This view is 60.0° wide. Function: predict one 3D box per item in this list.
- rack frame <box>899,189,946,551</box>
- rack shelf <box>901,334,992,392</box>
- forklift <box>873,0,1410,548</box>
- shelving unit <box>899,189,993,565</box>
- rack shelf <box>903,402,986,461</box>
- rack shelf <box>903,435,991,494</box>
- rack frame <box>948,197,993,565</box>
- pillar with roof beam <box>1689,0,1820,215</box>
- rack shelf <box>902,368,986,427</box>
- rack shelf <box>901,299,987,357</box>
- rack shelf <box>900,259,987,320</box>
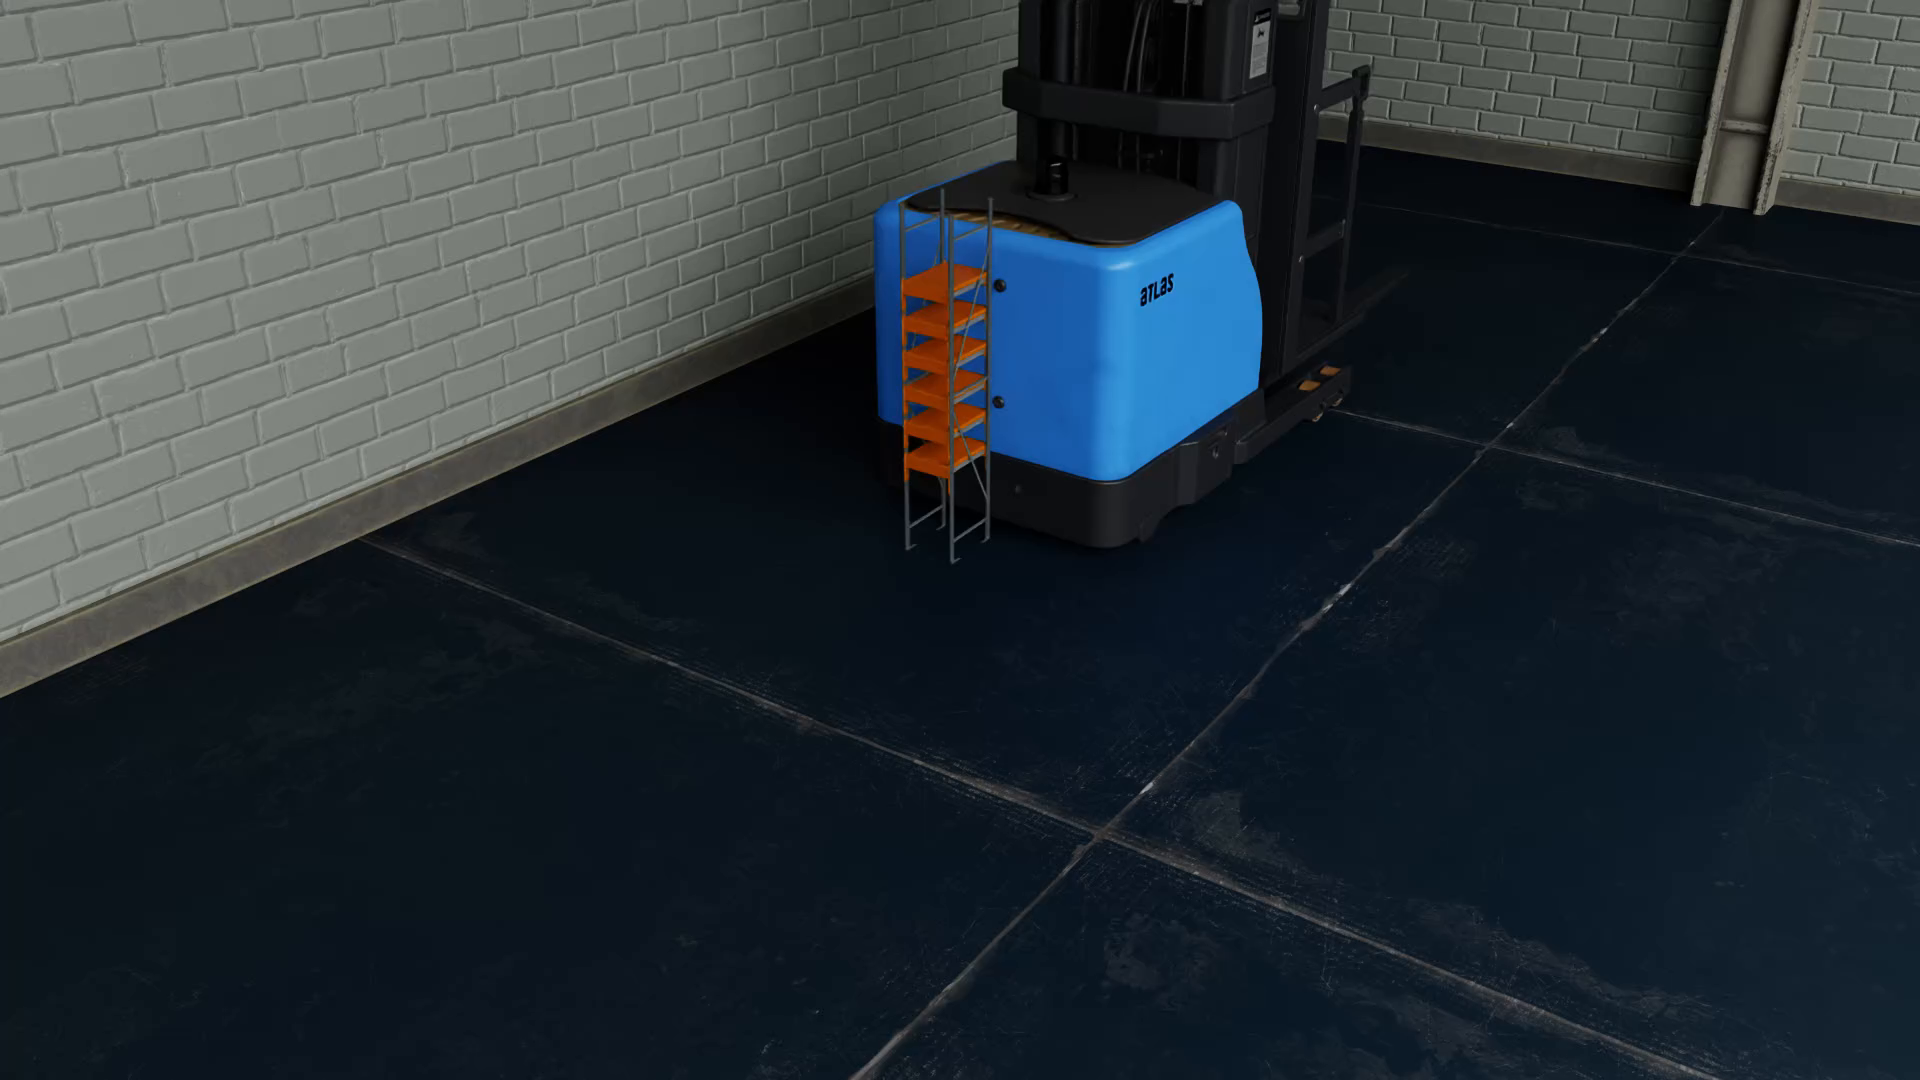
[{"bbox_3d":[-0.118,-0.542,5.492,0.006,1.200,0.240,17,31,30],"label":"rack frame"},{"bbox_3d":[-0.042,-0.586,5.412,0.180,0.103,0.258,17,31,30],"label":"rack shelf"},{"bbox_3d":[0.949,-1.894,6.240,1.130,2.935,3.031,18,32,31],"label":"forklift"},{"bbox_3d":[-0.042,-0.519,5.446,0.189,1.200,0.258,17,31,30],"label":"shelving unit"},{"bbox_3d":[-0.042,-0.372,5.521,0.180,0.103,0.258,17,31,30],"label":"rack shelf"},{"bbox_3d":[-0.042,-0.265,5.575,0.180,0.103,0.258,17,31,30],"label":"rack shelf"},{"bbox_3d":[0.034,-0.496,5.401,0.006,1.200,0.240,17,31,30],"label":"rack frame"},{"bbox_3d":[1.991,-4.330,4.337,0.400,9.000,9.100,17,32,30],"label":"pillar with roof beam"},{"bbox_3d":[-0.042,-0.479,5.467,0.180,0.103,0.258,17,31,30],"label":"rack shelf"},{"bbox_3d":[-0.042,-0.693,5.358,0.180,0.103,0.258,17,31,30],"label":"rack shelf"},{"bbox_3d":[-0.042,-0.800,5.303,0.180,0.103,0.258,17,31,30],"label":"rack shelf"}]
